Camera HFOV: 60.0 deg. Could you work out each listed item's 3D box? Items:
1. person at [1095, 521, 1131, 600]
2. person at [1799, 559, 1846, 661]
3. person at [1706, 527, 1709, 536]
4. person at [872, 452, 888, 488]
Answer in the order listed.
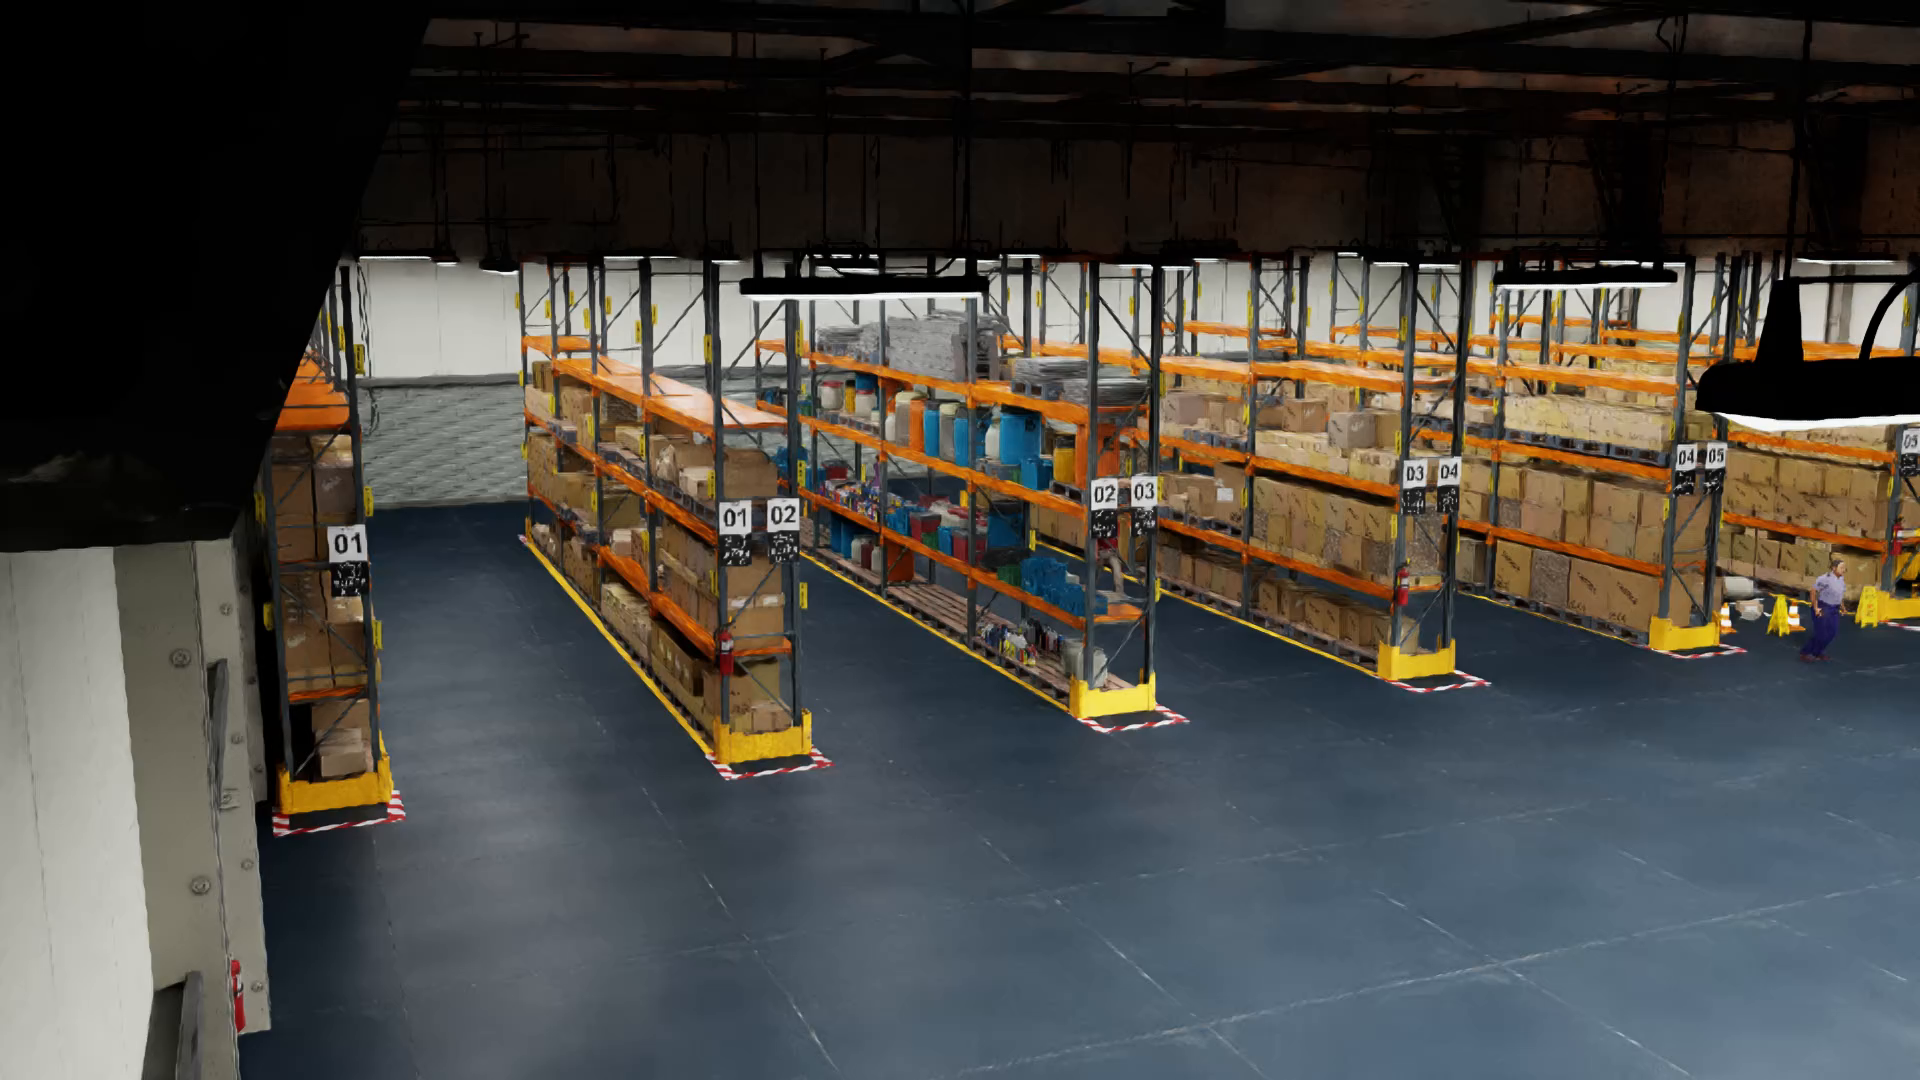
[{"bbox_3d":[2.581,0.208,29.236,0.542,1.645,1.126,-4,11,-20],"label":"person"},{"bbox_3d":[12.996,1.041,24.965,0.625,1.596,0.510,-5,11,-24],"label":"person"},{"bbox_3d":[15.238,-0.562,33.611,0.449,1.599,0.467,2,10,9],"label":"person"},{"bbox_3d":[-1.783,-1.183,37.038,0.442,1.596,0.516,-3,11,-17],"label":"person"}]
